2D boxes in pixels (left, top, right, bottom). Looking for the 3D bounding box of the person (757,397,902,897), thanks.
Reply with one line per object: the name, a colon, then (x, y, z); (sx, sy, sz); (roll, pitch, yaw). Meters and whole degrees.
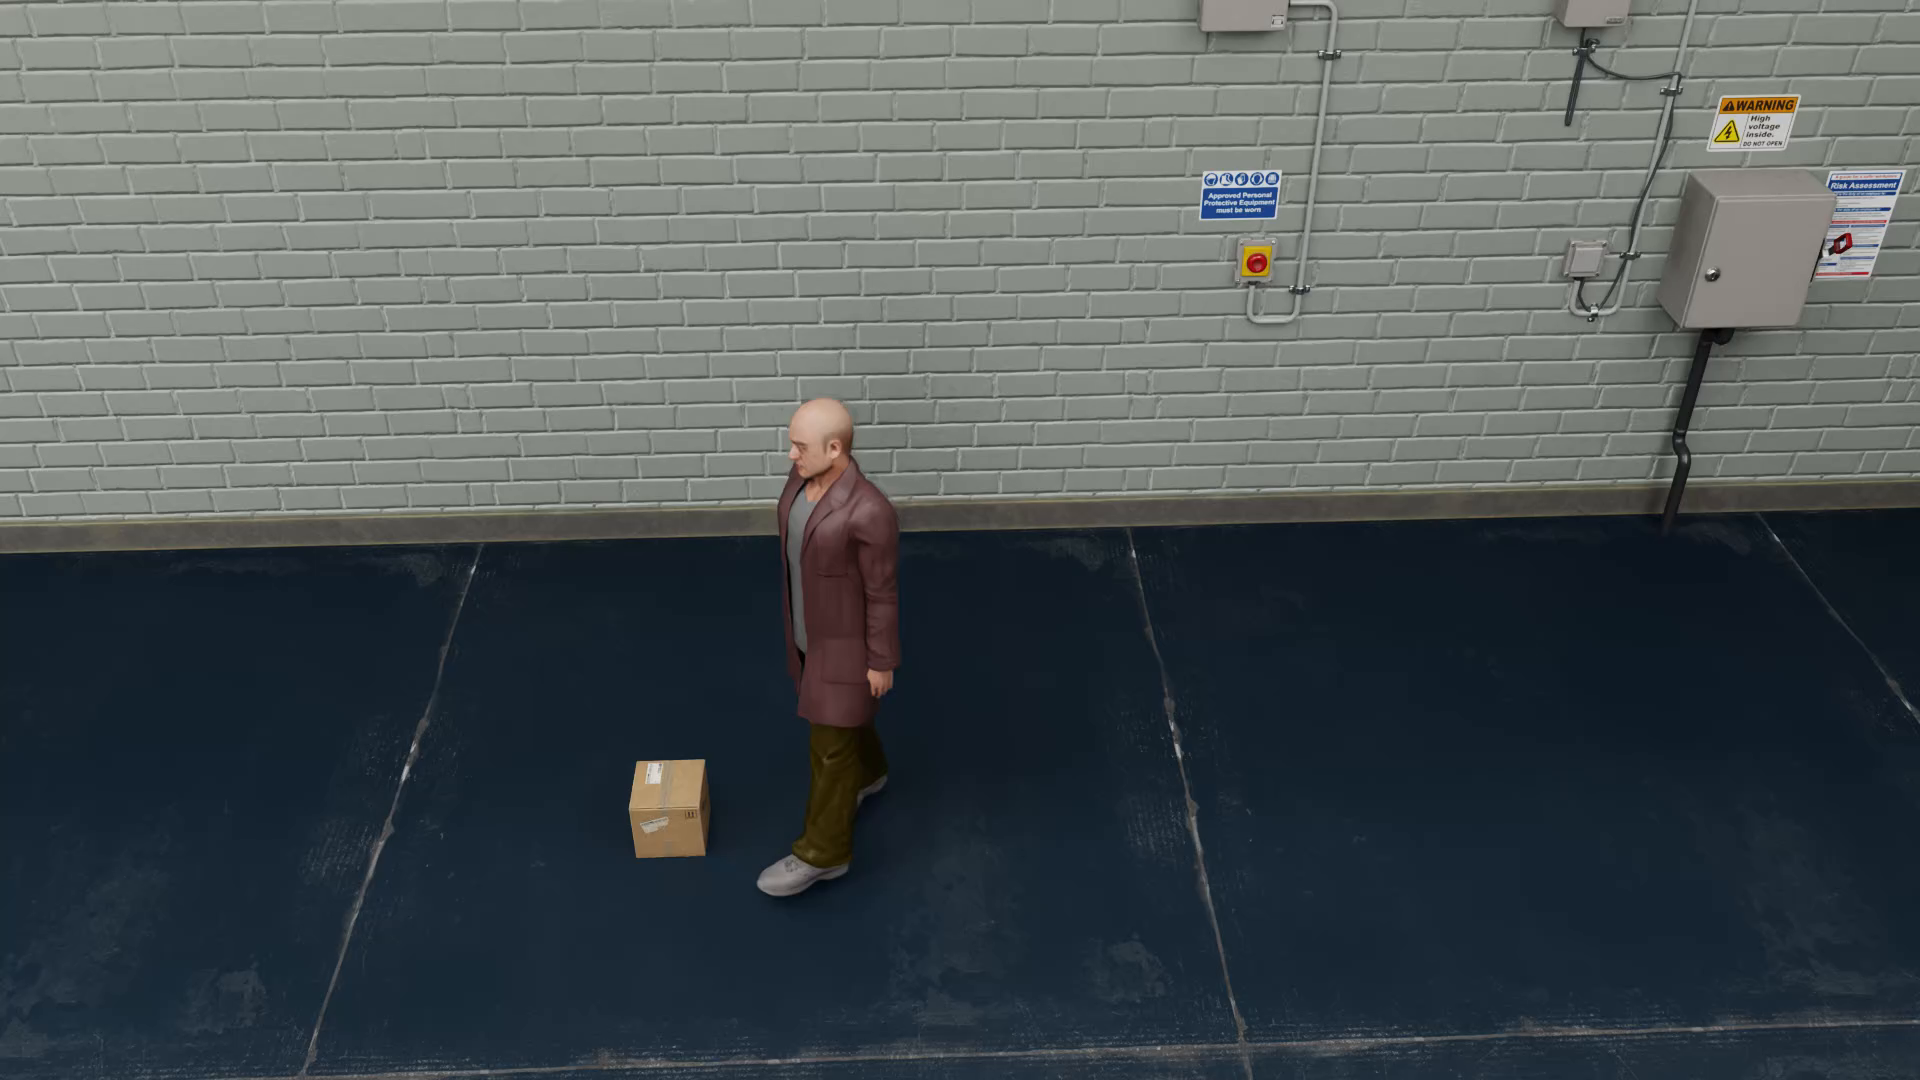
person: (-0.511, 0.361, 5.632); (0.726, 1.779, 0.601); (-22, 40, -28)
